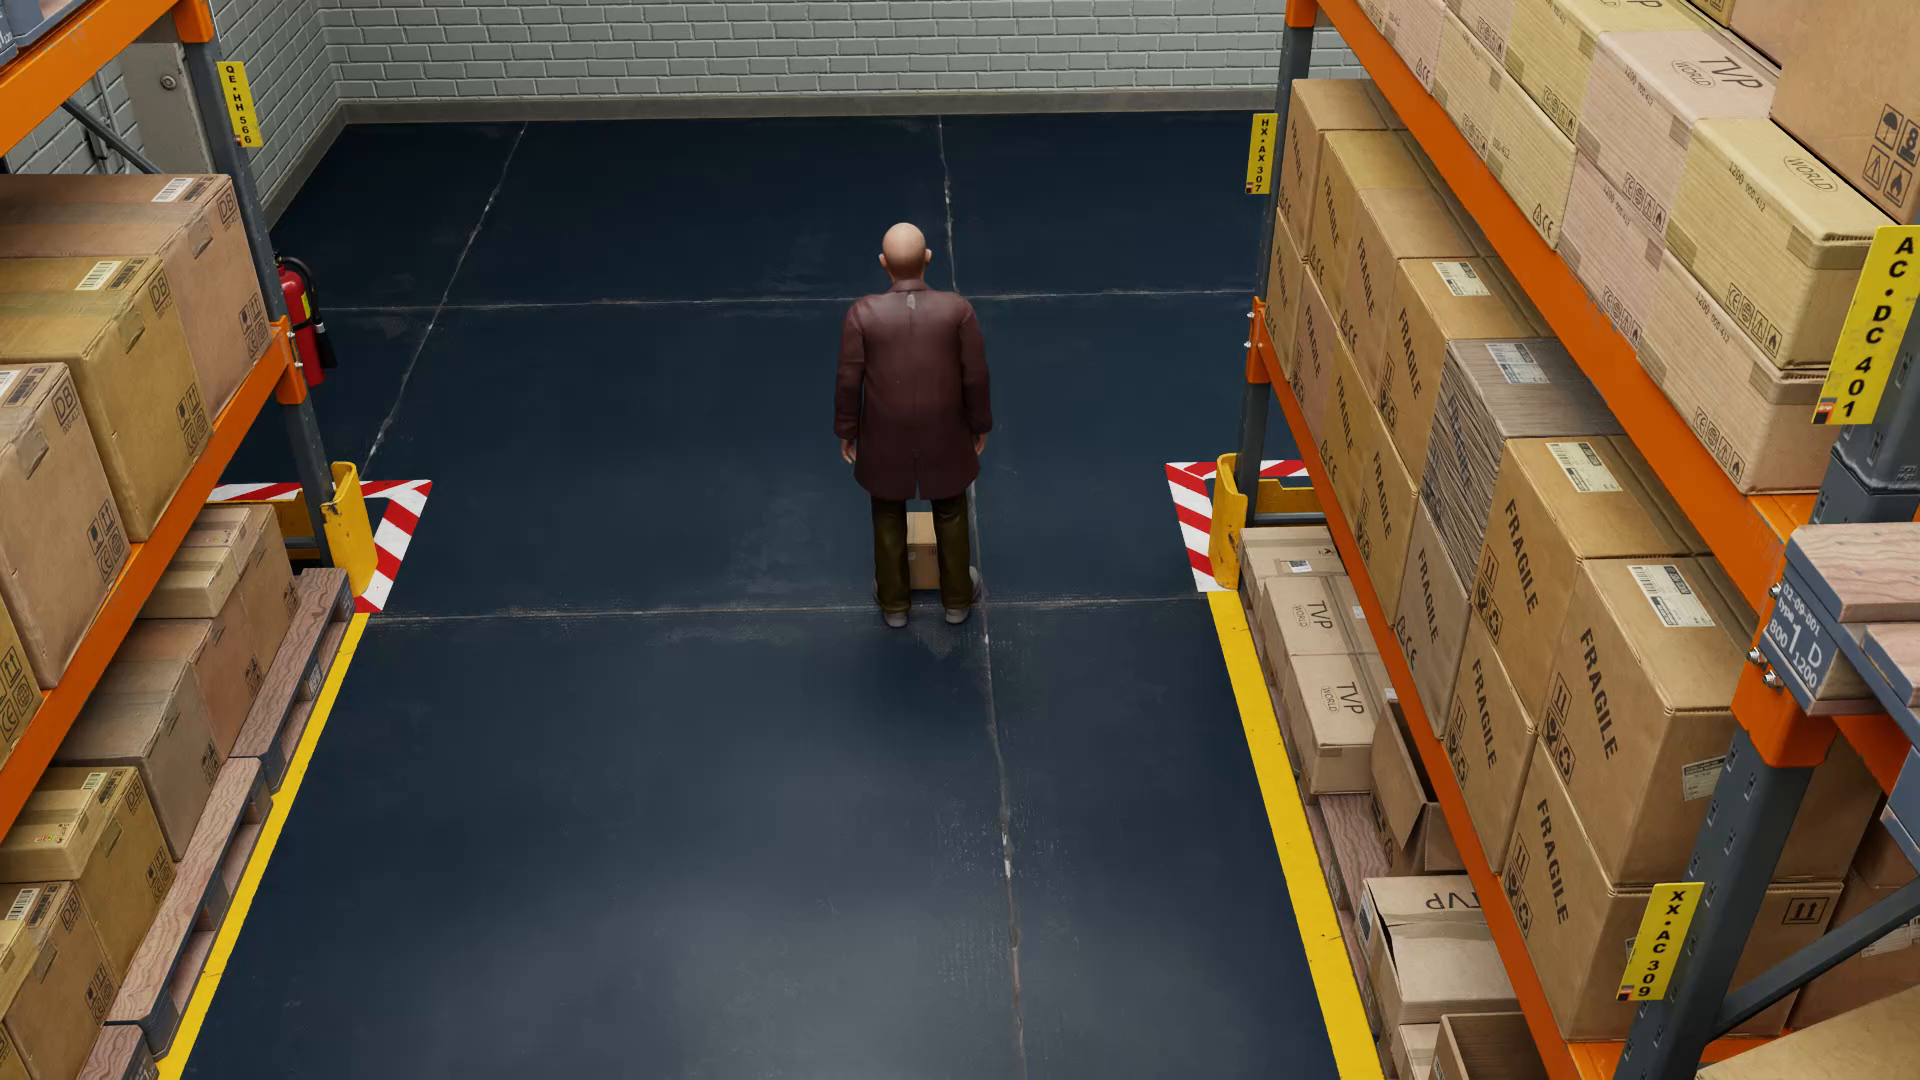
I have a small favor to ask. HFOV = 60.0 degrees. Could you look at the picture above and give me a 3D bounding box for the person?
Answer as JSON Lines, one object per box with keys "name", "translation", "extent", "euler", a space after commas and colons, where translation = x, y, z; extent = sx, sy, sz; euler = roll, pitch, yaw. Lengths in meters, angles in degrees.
{"name": "person", "translation": [-0.189, -0.439, 6.791], "extent": [0.651, 1.773, 0.417], "euler": [-2, 35, -3]}
